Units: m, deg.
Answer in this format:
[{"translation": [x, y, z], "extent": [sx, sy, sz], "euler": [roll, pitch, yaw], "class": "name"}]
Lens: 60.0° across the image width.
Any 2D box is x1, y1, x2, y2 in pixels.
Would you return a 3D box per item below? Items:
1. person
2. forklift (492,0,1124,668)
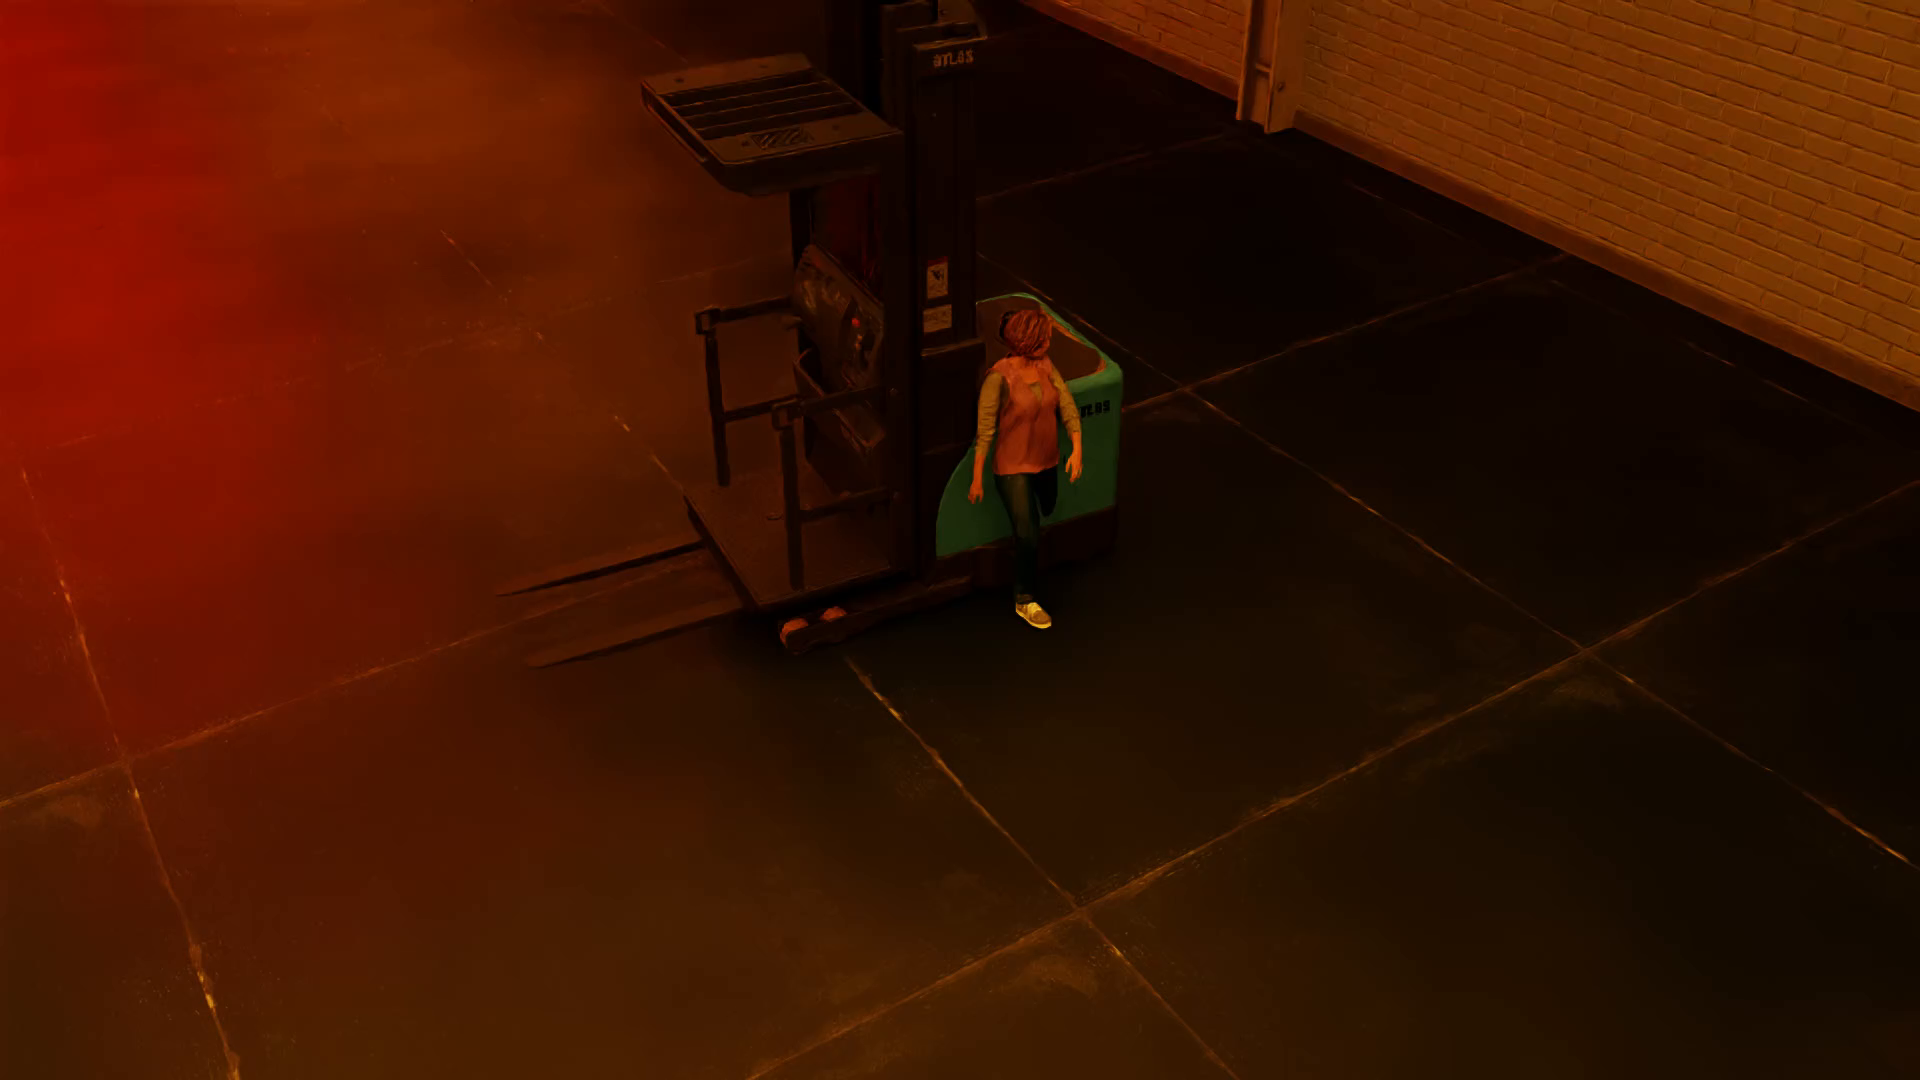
[{"translation": [0.273, -0.305, 7.928], "extent": [0.756, 1.372, 0.574], "euler": [27, 43, 33], "class": "person"}, {"translation": [-0.744, -1.006, 7.579], "extent": [3.031, 2.935, 1.130], "euler": [-16, 38, -22], "class": "forklift"}]
